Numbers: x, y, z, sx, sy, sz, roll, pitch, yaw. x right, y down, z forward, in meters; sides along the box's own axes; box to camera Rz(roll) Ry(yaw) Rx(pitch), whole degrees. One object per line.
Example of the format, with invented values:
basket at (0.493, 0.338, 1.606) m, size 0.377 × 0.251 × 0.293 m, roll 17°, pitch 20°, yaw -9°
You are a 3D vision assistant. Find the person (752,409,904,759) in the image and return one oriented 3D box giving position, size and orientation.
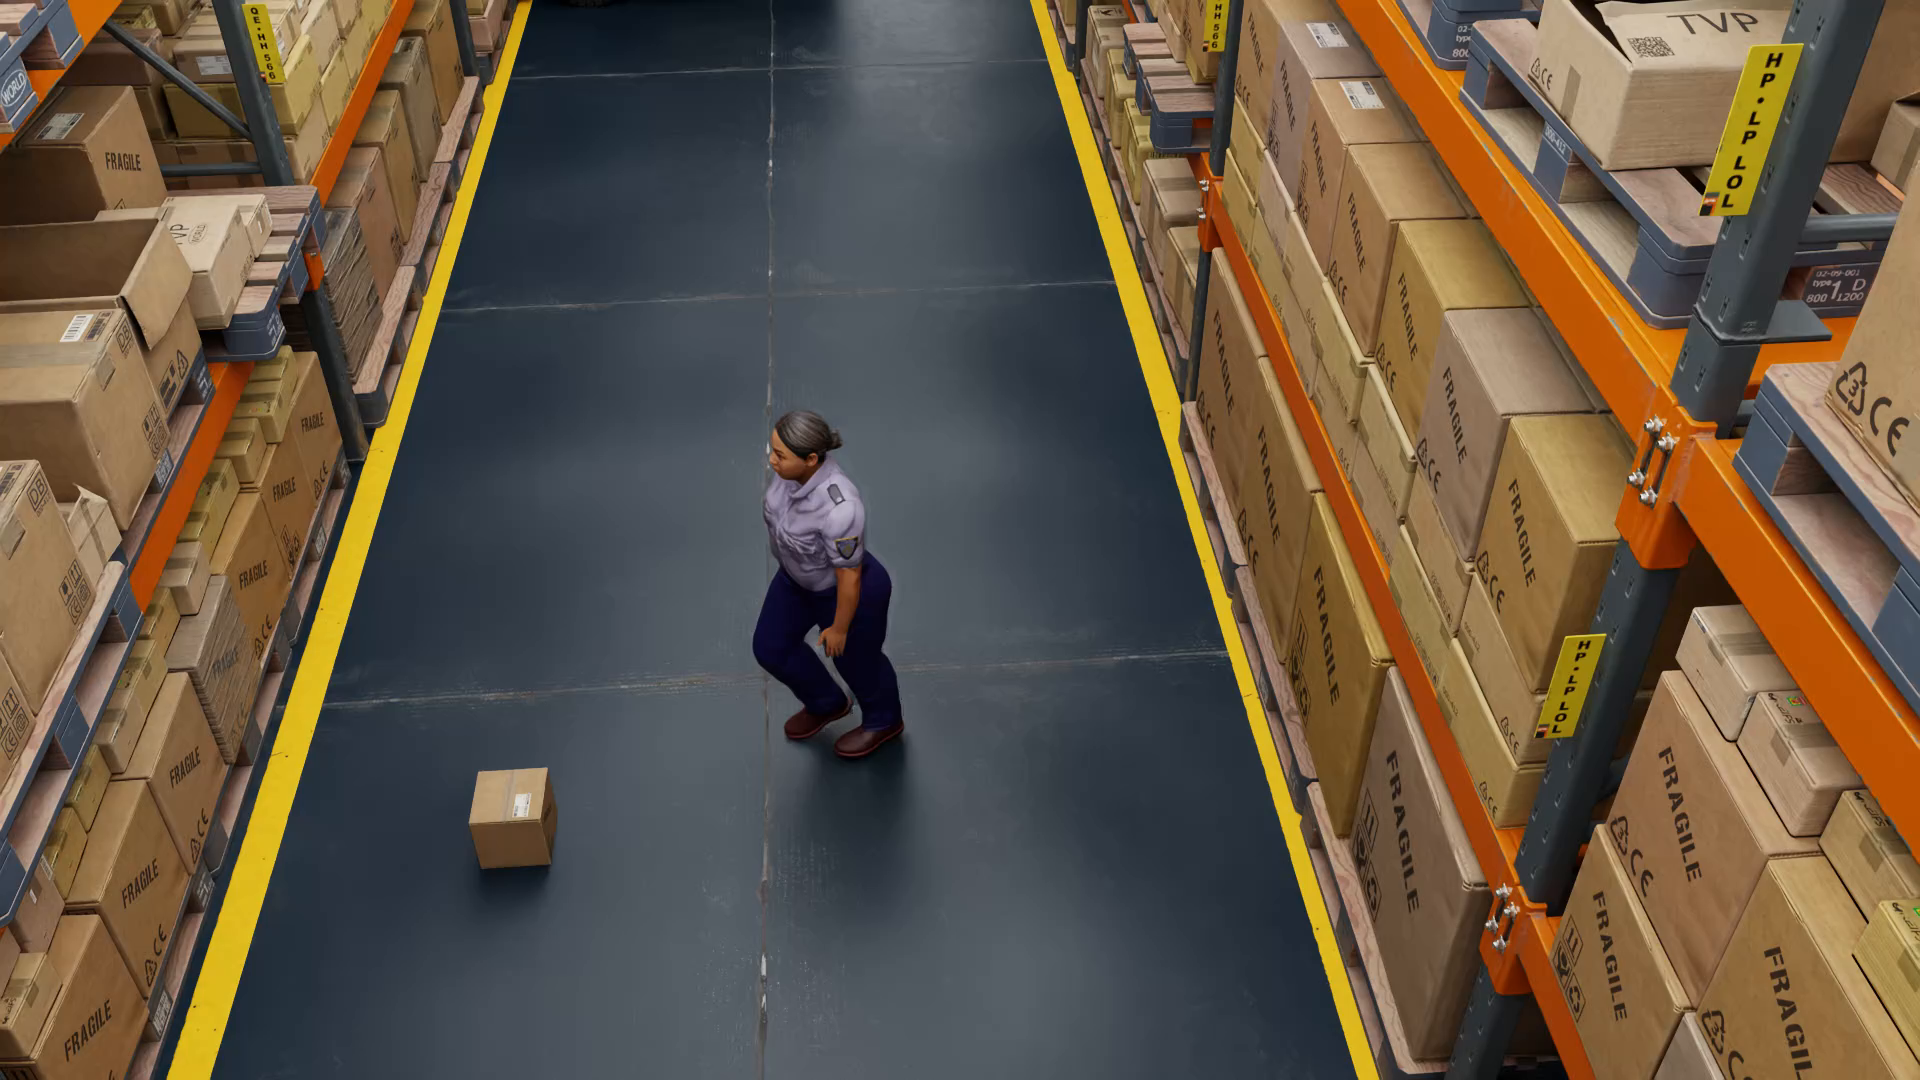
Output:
person at (-0.451, 0.177, 5.928) m, size 0.506 × 1.636 × 0.491 m, roll -25°, pitch 45°, yaw -27°
